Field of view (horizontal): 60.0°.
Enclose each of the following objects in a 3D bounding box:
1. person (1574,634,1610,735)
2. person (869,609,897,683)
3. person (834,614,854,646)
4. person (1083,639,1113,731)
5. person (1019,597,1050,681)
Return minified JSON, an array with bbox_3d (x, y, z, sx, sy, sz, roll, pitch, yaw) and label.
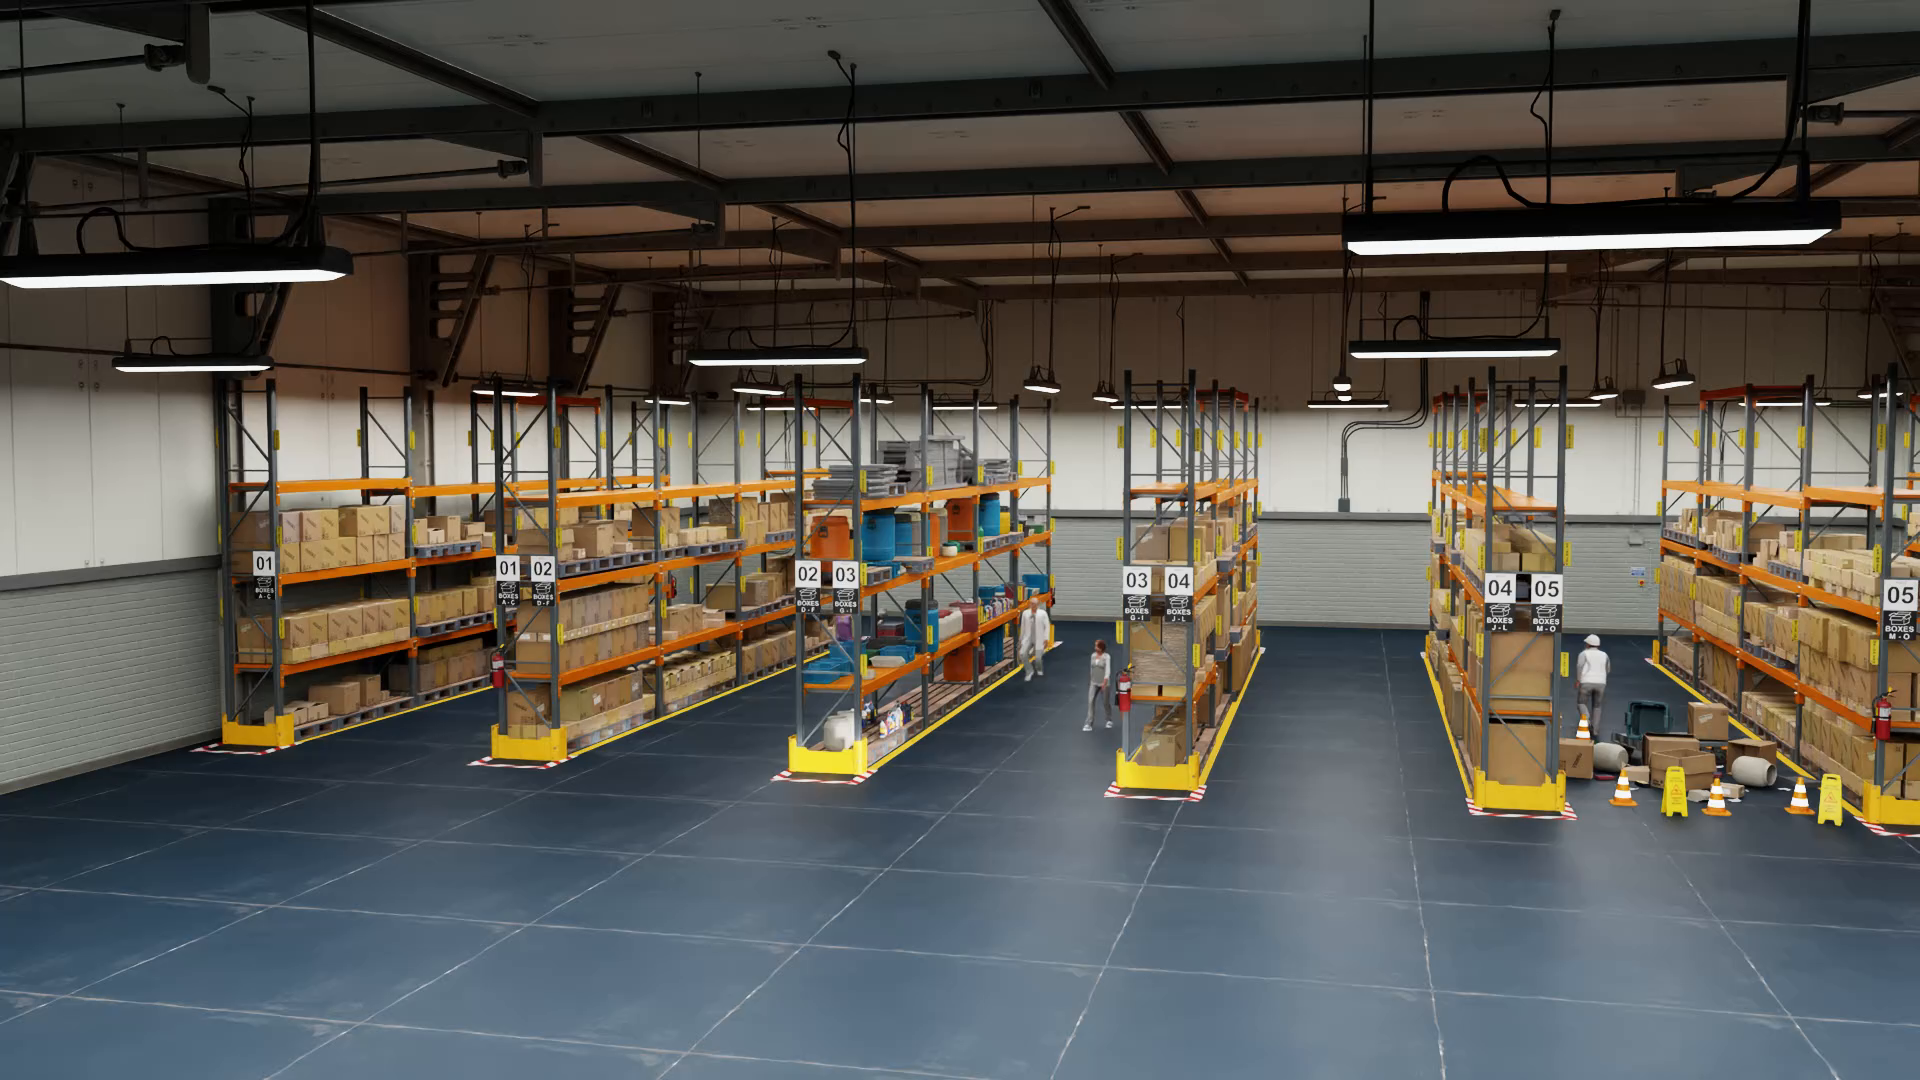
[{"bbox_3d":[10.827,2.465,28.485,0.588,1.668,0.740,1,4,16],"label":"person"},{"bbox_3d":[-1.627,2.100,32.556,0.491,1.514,1.116,-3,4,-36],"label":"person"},{"bbox_3d":[-2.389,2.023,34.575,0.420,1.492,0.831,1,3,11],"label":"person"},{"bbox_3d":[2.381,2.489,28.573,0.432,1.552,0.903,2,4,30],"label":"person"},{"bbox_3d":[1.490,2.068,33.287,0.645,1.453,0.678,1,4,15],"label":"person"}]
